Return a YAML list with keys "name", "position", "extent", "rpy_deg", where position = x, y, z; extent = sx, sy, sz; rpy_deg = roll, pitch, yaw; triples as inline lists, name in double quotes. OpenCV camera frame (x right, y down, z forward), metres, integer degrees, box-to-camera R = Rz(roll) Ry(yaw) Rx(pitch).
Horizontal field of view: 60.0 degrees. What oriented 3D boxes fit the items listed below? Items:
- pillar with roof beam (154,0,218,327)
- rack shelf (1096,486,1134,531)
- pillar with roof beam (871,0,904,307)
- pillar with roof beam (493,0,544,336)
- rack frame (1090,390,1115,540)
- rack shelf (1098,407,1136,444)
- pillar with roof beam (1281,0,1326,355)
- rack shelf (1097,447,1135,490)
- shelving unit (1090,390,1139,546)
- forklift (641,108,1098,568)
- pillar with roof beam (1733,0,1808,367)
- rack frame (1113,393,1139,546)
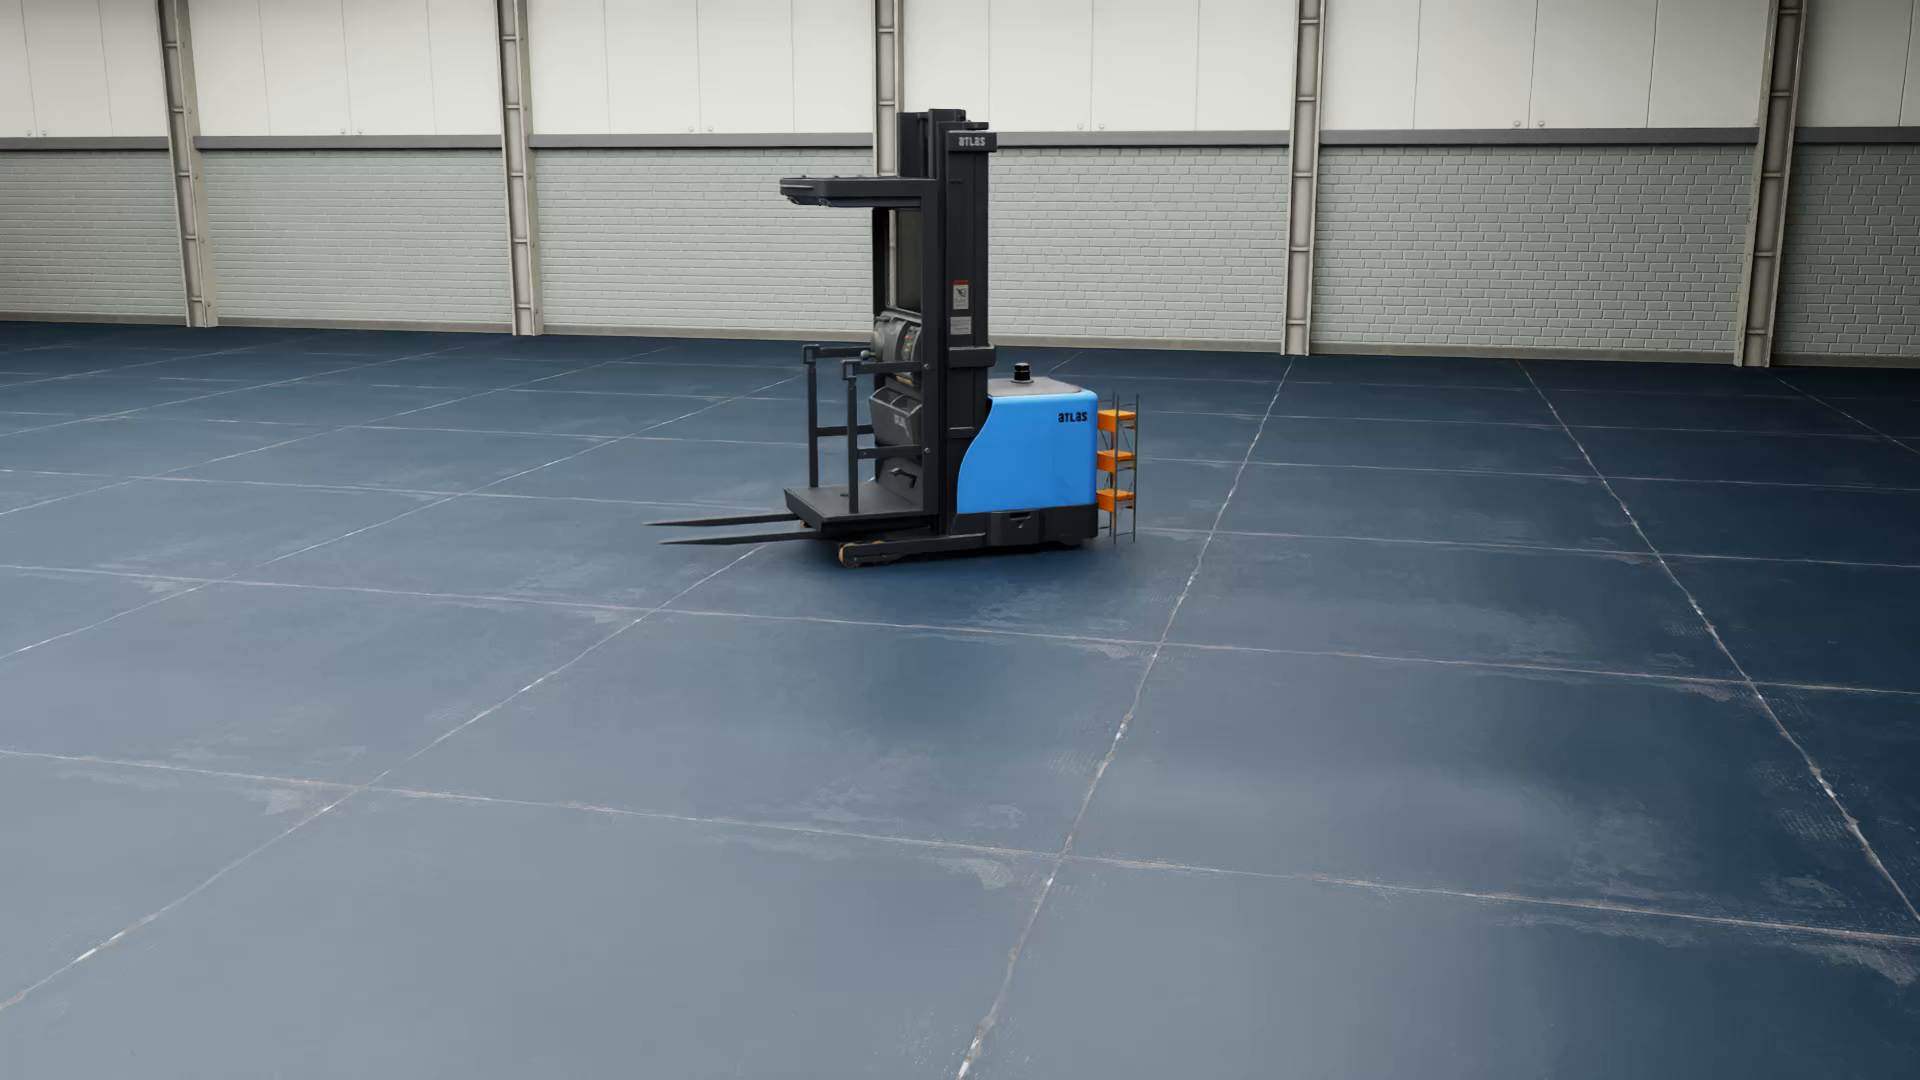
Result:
- name: "pillar with roof beam"
  position: [-13.730, -7.074, 22.843]
  extent: [0.400, 9.000, 9.100]
  rpy_deg: [3, 13, 14]
- name: "rack shelf"
  position: [1.073, -0.223, 11.647]
  extent: [0.215, 0.259, 0.240]
  rpy_deg: [-9, 15, -36]
- name: "pillar with roof beam"
  position: [-2.079, -6.451, 20.036]
  extent: [0.400, 9.000, 9.100]
  rpy_deg: [3, 13, 14]
- name: "pillar with roof beam"
  position: [-7.905, -6.763, 21.440]
  extent: [0.400, 9.000, 9.100]
  rpy_deg: [3, 13, 14]
- name: "rack frame"
  position: [1.000, -0.526, 11.680]
  extent: [0.200, 1.050, 0.008]
  rpy_deg: [-9, 15, -36]
- name: "rack shelf"
  position: [1.073, -0.771, 11.525]
  extent: [0.215, 0.259, 0.240]
  rpy_deg: [-9, 15, -36]
- name: "pillar with roof beam"
  position: [3.746, -6.140, 18.633]
  extent: [0.400, 9.000, 9.100]
  rpy_deg: [3, 13, 14]
- name: "rack shelf"
  position: [1.073, -0.494, 11.587]
  extent: [0.215, 0.259, 0.240]
  rpy_deg: [-9, 15, -36]
- name: "shelving unit"
  position: [1.073, -0.505, 11.585]
  extent: [0.215, 1.050, 0.252]
  rpy_deg: [-9, 15, -36]
- name: "forklift"
  position: [-0.617, -1.374, 11.160]
  extent: [3.031, 2.935, 1.130]
  rpy_deg: [-5, 13, -20]
- name: "pillar with roof beam"
  position: [9.571, -5.829, 17.230]
  extent: [0.400, 9.000, 9.100]
  rpy_deg: [3, 13, 14]
- name: "rack frame"
  position: [1.146, -0.483, 11.489]
  extent: [0.200, 1.050, 0.008]
  rpy_deg: [-9, 15, -36]
